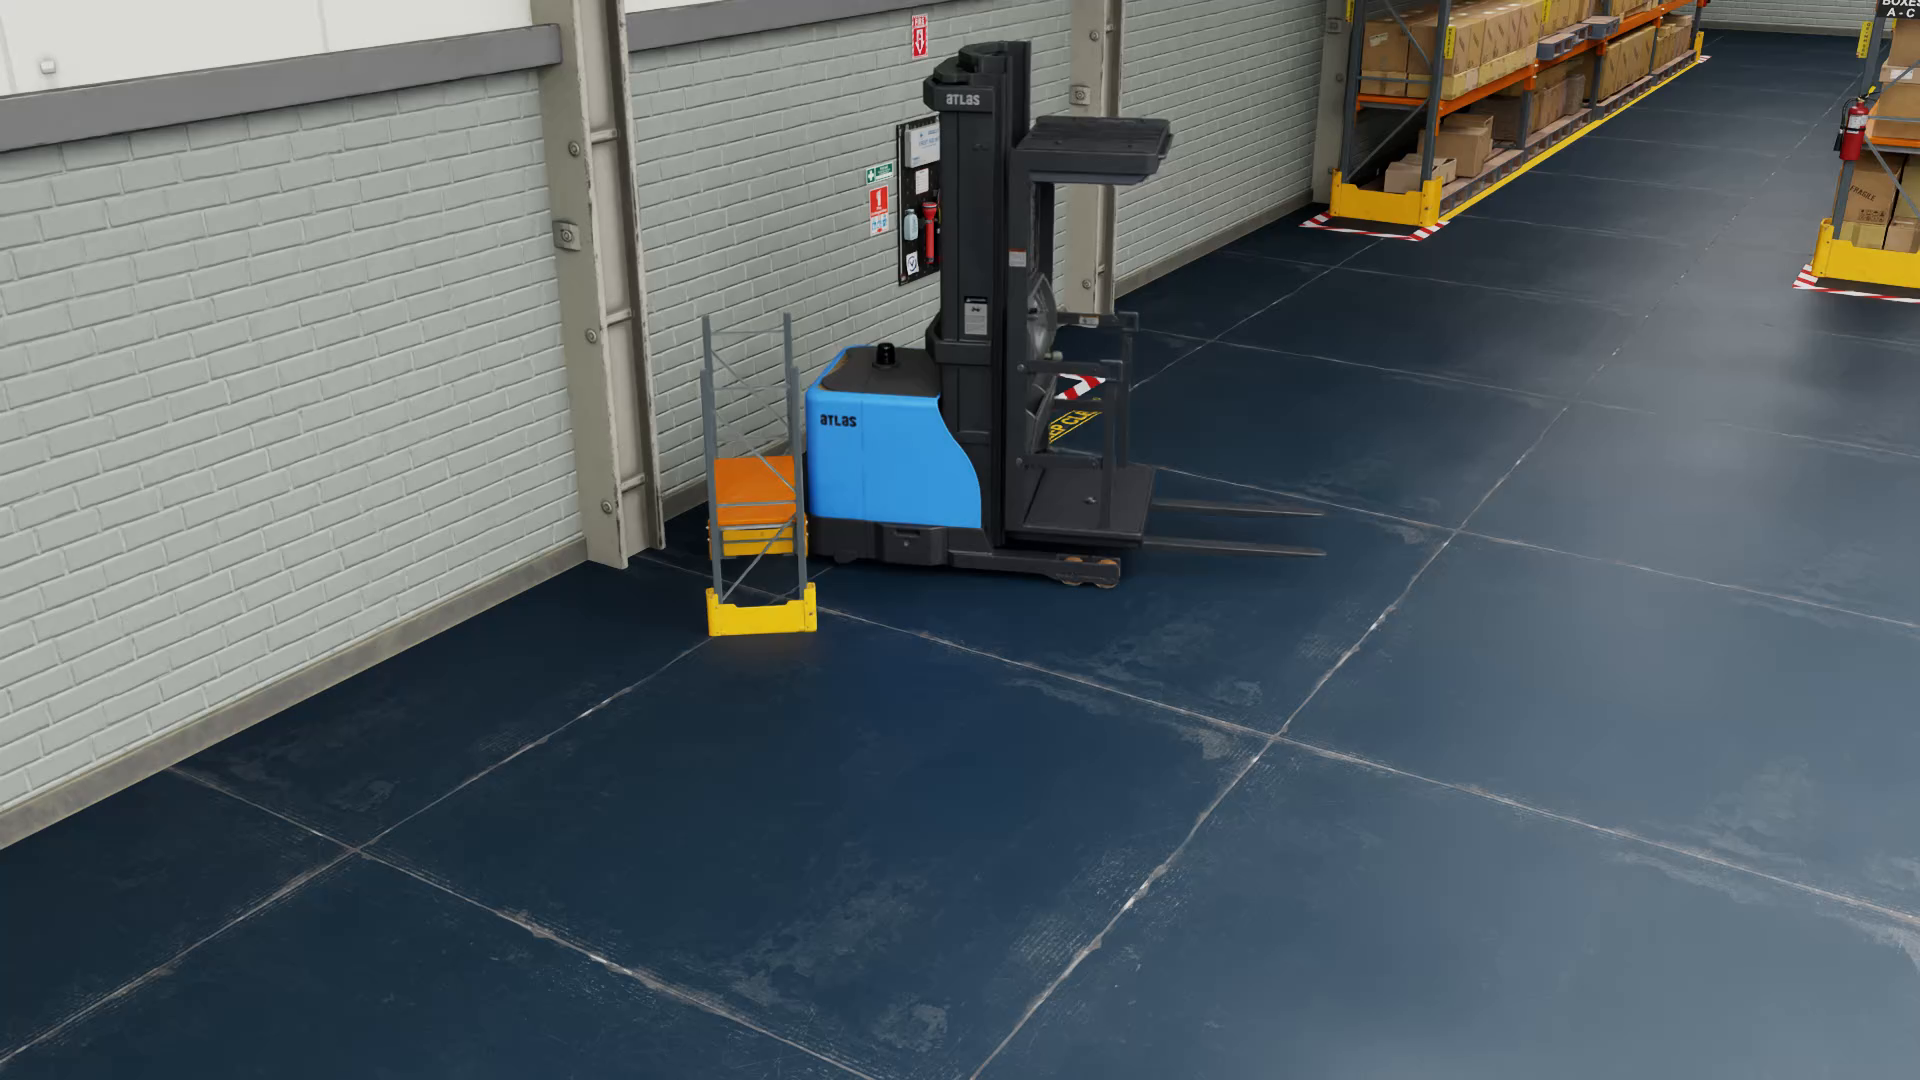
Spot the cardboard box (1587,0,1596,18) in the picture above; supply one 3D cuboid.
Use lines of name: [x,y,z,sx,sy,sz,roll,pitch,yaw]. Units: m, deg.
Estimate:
cardboard box: [8.650,-7.721,23.630,0.700,0.500,0.500,11,26,23]

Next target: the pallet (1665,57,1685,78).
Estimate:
pallet: [12.110,-8.358,29.291,1.003,0.211,1.213,14,27,29]

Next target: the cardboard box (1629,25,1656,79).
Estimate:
cardboard box: [10.767,-7.944,27.001,0.750,0.750,0.750,14,27,30]

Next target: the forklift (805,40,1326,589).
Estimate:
forklift: [0.659,-1.293,9.546,3.031,2.935,1.130,4,24,10]

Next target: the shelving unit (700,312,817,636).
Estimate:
shelving unit: [-1.146,-0.393,9.269,0.587,1.500,1.083,-3,24,-7]

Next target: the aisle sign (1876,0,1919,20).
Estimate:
aisle sign: [8.596,-5.130,15.051,0.394,0.787,0.004,14,27,29]

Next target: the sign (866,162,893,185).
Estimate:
sign: [-0.566,-2.595,11.756,0.001,0.109,0.331,14,27,29]

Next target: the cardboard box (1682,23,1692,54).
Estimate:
cardboard box: [12.825,-9.123,30.165,0.700,0.500,0.500,14,27,29]

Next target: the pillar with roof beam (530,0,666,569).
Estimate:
pillar with roof beam: [1.631,-3.152,6.205,9.100,9.000,0.400,14,27,29]

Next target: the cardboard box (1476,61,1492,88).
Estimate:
cardboard box: [5.732,-5.321,18.930,0.500,0.250,0.500,13,27,28]

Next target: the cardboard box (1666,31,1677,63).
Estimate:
cardboard box: [12.021,-8.602,28.963,0.700,0.500,0.500,15,27,30]

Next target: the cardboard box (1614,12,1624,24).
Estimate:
cardboard box: [9.612,-7.746,24.658,0.380,0.149,0.250,15,27,31]

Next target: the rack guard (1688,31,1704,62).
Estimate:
rack guard: [13.122,-9.195,30.861,1.175,0.500,0.348,14,27,29]

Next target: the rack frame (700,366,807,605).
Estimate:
rack frame: [-1.078,-0.189,8.799,0.500,1.500,0.032,-3,24,-7]

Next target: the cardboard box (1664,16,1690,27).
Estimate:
cardboard box: [12.778,-9.252,29.648,0.380,0.149,0.250,15,27,30]

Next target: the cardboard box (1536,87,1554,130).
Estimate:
cardboard box: [7.687,-5.939,22.787,0.700,0.500,0.500,14,27,30]

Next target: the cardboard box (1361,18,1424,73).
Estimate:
cardboard box: [4.737,-5.422,18.219,0.500,0.500,0.500,14,27,28]

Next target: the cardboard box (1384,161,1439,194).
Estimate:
cardboard box: [5.111,-4.117,18.814,0.500,0.311,0.500,11,26,23]

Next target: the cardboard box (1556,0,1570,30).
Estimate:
cardboard box: [7.698,-7.112,22.224,0.700,0.500,0.500,18,29,36]

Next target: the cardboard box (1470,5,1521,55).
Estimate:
cardboard box: [6.259,-6.007,19.569,0.500,0.500,0.500,13,27,27]

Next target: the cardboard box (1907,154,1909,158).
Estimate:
cardboard box: [9.690,-3.925,17.529,0.500,0.500,0.500,14,27,29]

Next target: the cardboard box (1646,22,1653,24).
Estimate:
cardboard box: [11.784,-8.903,28.842,0.380,0.149,0.250,14,27,29]

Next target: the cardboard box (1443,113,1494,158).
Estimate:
cardboard box: [6.266,-4.980,20.571,0.500,0.500,0.500,12,26,25]

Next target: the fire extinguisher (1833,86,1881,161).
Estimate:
fire extinguisher: [8.423,-3.919,15.625,0.296,0.674,0.183,14,27,29]

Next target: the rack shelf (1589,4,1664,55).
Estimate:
rack shelf: [9.944,-7.979,25.811,1.077,0.370,4.000,14,27,29]

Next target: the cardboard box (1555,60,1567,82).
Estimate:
cardboard box: [8.200,-6.600,23.368,0.500,0.250,0.500,14,27,30]

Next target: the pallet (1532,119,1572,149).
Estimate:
pallet: [7.831,-5.681,23.107,1.003,0.211,1.213,14,27,29]

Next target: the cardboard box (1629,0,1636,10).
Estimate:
cardboard box: [9.910,-8.278,25.071,0.500,0.500,0.500,14,27,29]

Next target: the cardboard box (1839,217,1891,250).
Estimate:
cardboard box: [8.912,-3.071,16.501,0.500,0.250,0.500,14,27,29]

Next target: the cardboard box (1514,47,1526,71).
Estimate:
cardboard box: [6.517,-5.835,20.116,0.500,0.250,0.500,14,27,29]

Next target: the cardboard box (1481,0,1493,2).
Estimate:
cardboard box: [6.354,-6.454,20.602,0.500,0.500,0.500,13,27,28]

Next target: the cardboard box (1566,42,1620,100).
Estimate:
cardboard box: [9.389,-7.061,24.962,0.750,0.750,0.750,13,27,28]

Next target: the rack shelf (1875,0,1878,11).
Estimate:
rack shelf: [9.935,-5.619,16.583,1.077,0.370,4.000,14,27,29]

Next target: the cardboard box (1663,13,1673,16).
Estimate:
cardboard box: [12.721,-9.504,30.230,0.380,0.149,0.250,14,27,29]

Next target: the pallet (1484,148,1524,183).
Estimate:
pallet: [6.455,-4.770,21.003,1.003,0.211,1.213,14,27,29]

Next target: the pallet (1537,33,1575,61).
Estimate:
pallet: [7.306,-6.423,21.554,1.003,0.211,1.213,14,27,29]

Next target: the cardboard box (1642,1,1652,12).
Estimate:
cardboard box: [10.684,-8.435,26.250,0.380,0.149,0.250,14,27,29]

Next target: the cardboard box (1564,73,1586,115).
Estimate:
cardboard box: [8.554,-6.435,23.931,0.700,0.500,0.500,14,27,30]

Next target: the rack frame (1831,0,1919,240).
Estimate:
rack frame: [8.880,-3.897,15.477,1.000,3.000,0.127,14,27,29]

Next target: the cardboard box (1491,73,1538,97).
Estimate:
cardboard box: [7.383,-6.084,22.177,0.500,0.250,0.500,13,27,28]

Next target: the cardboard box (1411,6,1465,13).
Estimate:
cardboard box: [5.546,-5.935,19.404,0.500,0.500,0.500,14,27,30]

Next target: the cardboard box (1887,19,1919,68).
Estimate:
cardboard box: [9.165,-4.711,15.598,0.700,0.500,0.500,14,27,29]

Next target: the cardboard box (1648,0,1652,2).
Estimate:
cardboard box: [10.709,-8.793,26.260,0.500,0.500,0.500,14,27,29]

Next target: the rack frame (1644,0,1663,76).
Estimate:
rack frame: [10.999,-8.984,27.227,1.000,3.000,0.127,14,27,29]

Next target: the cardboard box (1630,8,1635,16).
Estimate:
cardboard box: [10.204,-8.198,25.702,0.380,0.149,0.250,15,27,31]

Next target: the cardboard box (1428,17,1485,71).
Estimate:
cardboard box: [5.446,-5.481,18.356,0.500,0.500,0.500,14,27,29]

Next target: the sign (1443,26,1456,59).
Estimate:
sign: [5.130,-5.218,17.437,0.100,0.325,0.005,14,27,29]

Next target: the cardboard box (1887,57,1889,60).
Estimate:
cardboard box: [9.191,-4.585,16.122,0.380,0.149,0.250,13,27,28]

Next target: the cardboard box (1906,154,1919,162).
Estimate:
cardboard box: [9.867,-3.647,16.888,0.500,0.500,0.500,14,27,29]

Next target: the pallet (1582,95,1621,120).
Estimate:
pallet: [9.369,-6.605,25.241,1.003,0.211,1.213,14,27,29]

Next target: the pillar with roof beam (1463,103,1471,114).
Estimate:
pillar with roof beam: [11.126,-9.228,20.238,9.100,9.000,0.400,14,27,29]

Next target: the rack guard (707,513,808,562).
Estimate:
rack guard: [-1.211,-0.015,9.971,0.587,0.250,0.087,-3,24,-7]
